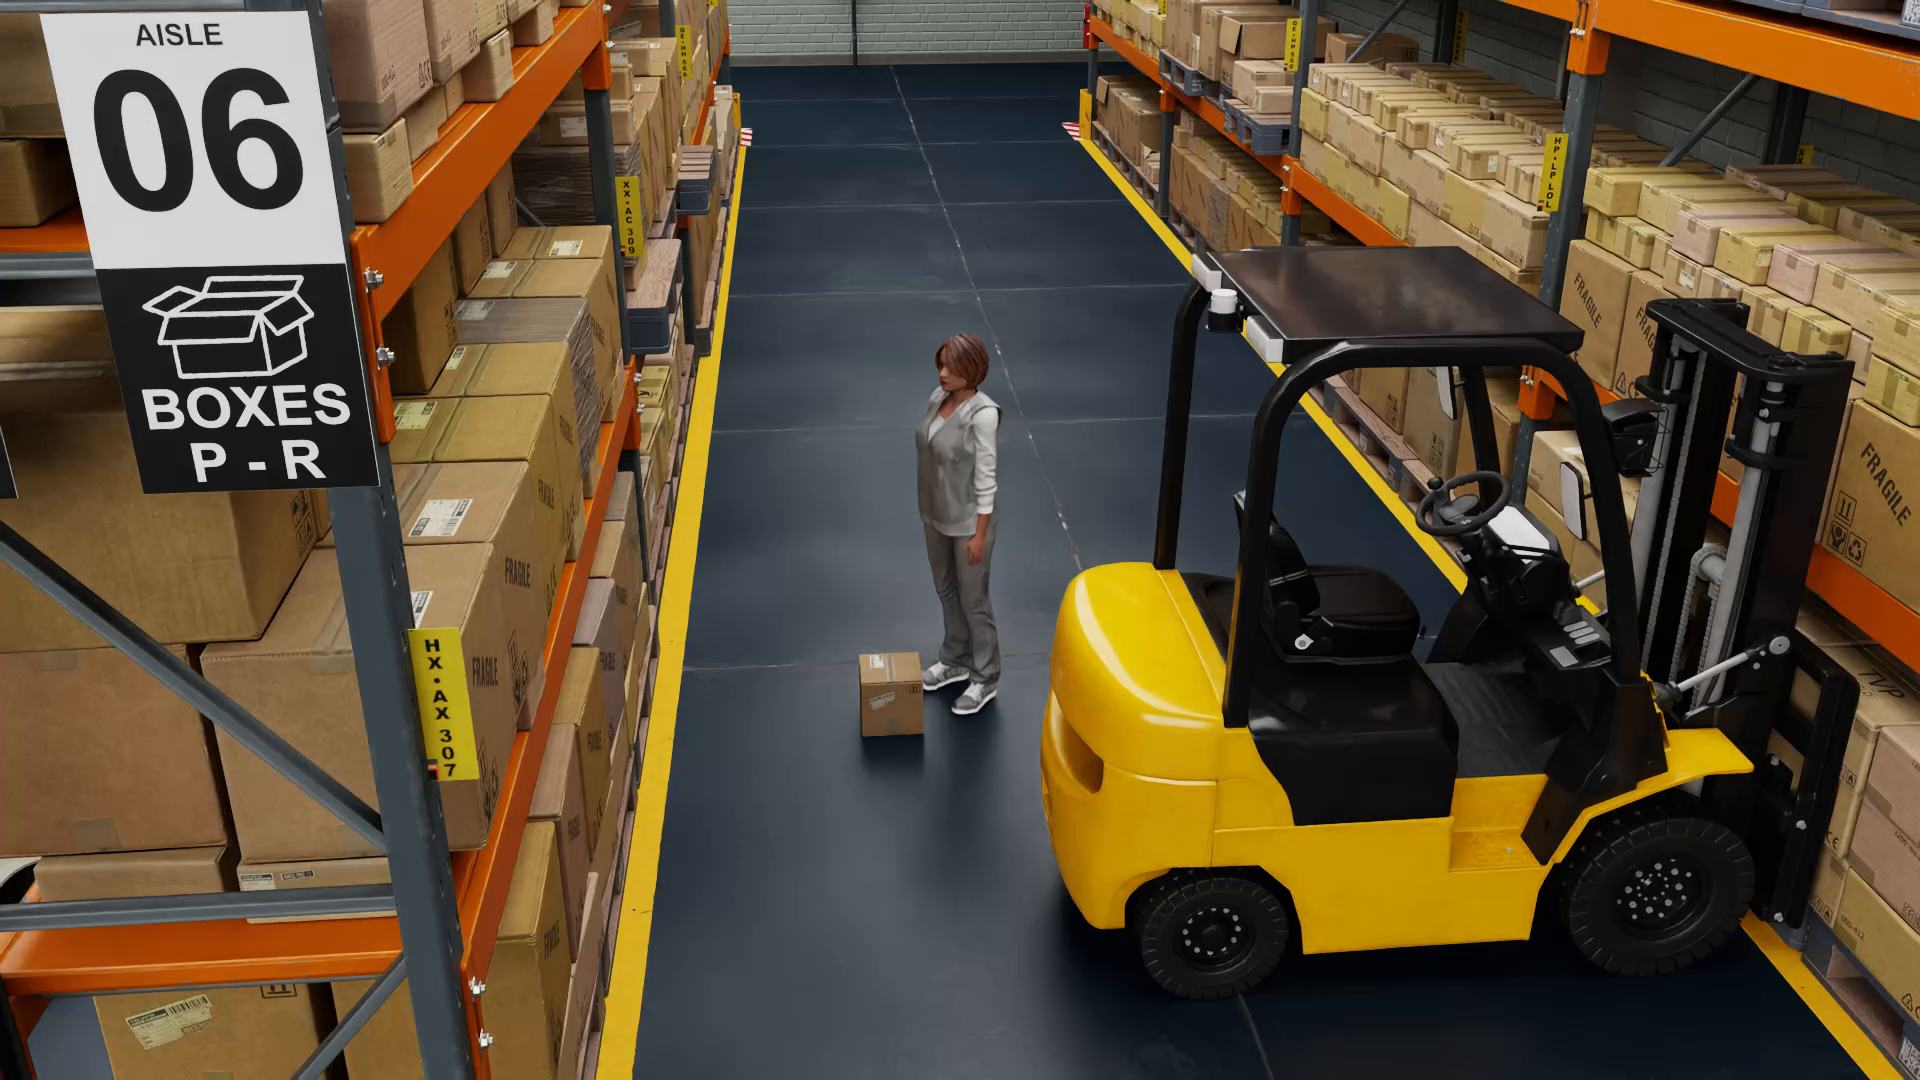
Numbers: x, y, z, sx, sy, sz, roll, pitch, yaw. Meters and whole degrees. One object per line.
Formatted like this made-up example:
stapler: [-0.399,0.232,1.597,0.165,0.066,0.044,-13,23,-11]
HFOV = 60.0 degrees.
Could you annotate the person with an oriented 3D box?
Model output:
person: [0.003,-0.066,6.748,0.317,1.601,0.404,-15,28,-30]
